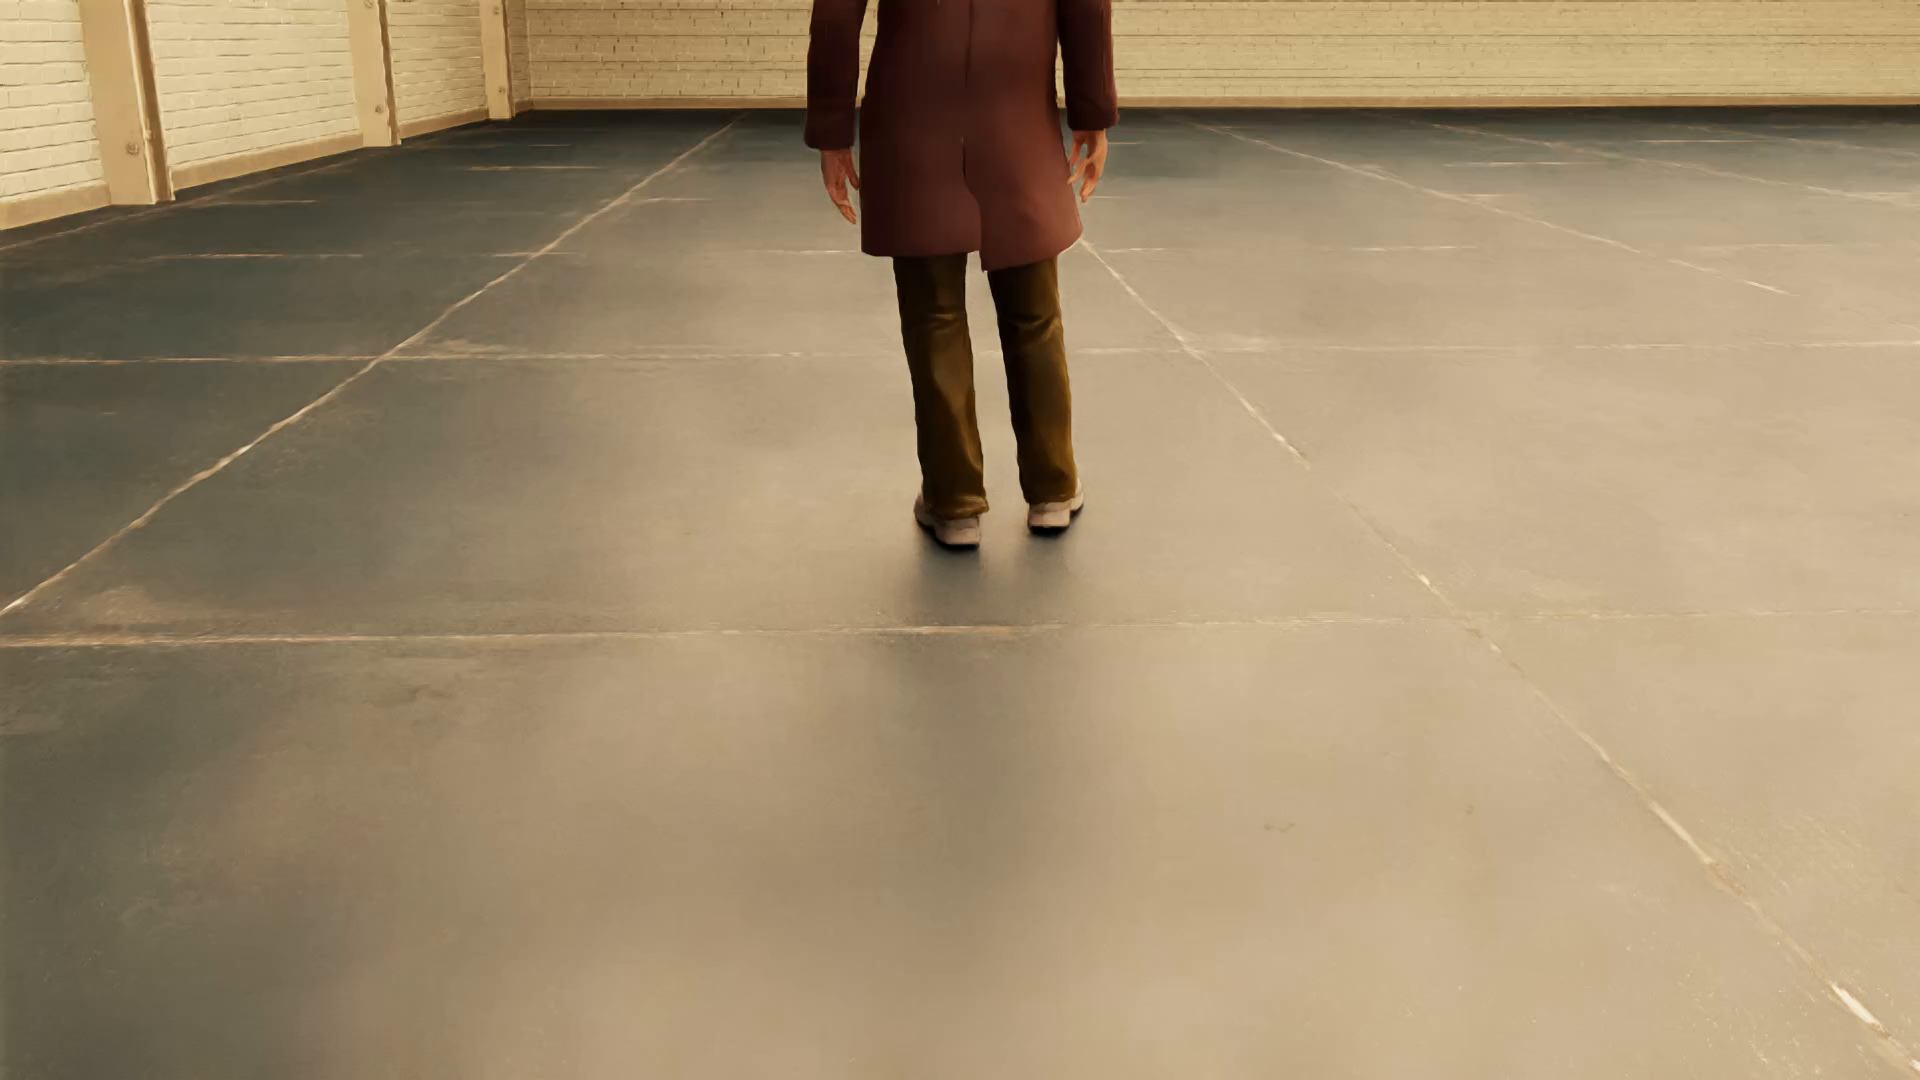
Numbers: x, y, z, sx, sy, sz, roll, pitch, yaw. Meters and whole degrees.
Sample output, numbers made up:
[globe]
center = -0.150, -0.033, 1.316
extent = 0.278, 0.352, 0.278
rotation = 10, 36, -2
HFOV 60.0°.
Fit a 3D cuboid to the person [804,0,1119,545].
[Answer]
[person]
center = 0.000, -0.884, 3.743
extent = 0.694, 1.776, 0.580
rotation = -1, 17, -3
